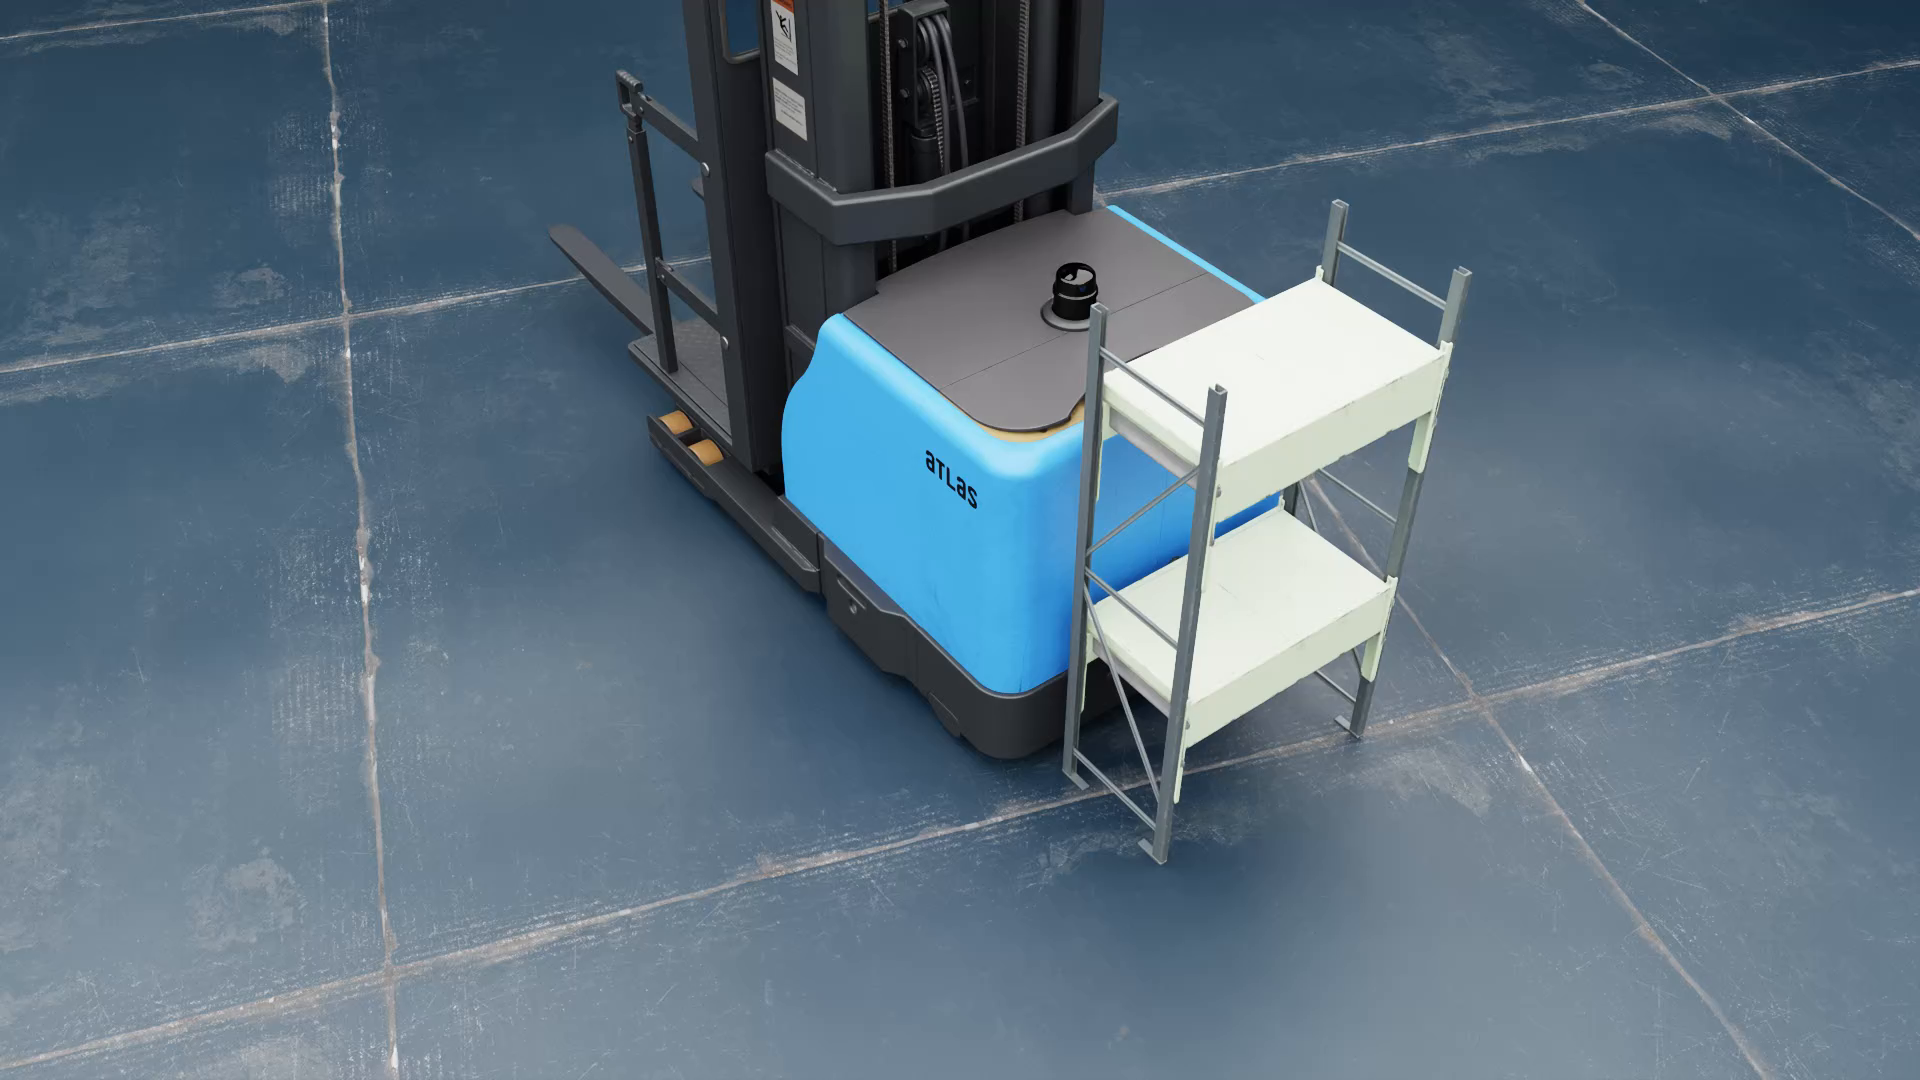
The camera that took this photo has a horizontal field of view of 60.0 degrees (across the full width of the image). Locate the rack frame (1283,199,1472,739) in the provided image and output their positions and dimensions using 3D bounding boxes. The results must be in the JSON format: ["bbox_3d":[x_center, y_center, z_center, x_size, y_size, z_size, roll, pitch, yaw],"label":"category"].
[{"bbox_3d":[0.993,-0.121,4.249,0.023,1.500,0.400,-26,47,-27],"label":"rack frame"}]

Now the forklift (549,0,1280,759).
[{"bbox_3d":[-0.376,-1.437,4.667,1.130,2.935,3.031,-26,47,-27],"label":"forklift"}]

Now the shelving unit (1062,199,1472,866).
[{"bbox_3d":[0.700,0.023,4.084,0.755,1.500,0.431,-26,47,-27],"label":"shelving unit"}]

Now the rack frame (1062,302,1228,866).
[{"bbox_3d":[0.406,0.166,3.920,0.023,1.500,0.400,-26,47,-27],"label":"rack frame"}]

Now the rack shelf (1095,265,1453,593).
[{"bbox_3d":[0.700,-0.271,3.827,0.720,0.370,0.431,-26,47,-27],"label":"rack shelf"}]

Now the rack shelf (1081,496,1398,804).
[{"bbox_3d":[0.700,0.268,4.299,0.720,0.370,0.431,-26,47,-27],"label":"rack shelf"}]
